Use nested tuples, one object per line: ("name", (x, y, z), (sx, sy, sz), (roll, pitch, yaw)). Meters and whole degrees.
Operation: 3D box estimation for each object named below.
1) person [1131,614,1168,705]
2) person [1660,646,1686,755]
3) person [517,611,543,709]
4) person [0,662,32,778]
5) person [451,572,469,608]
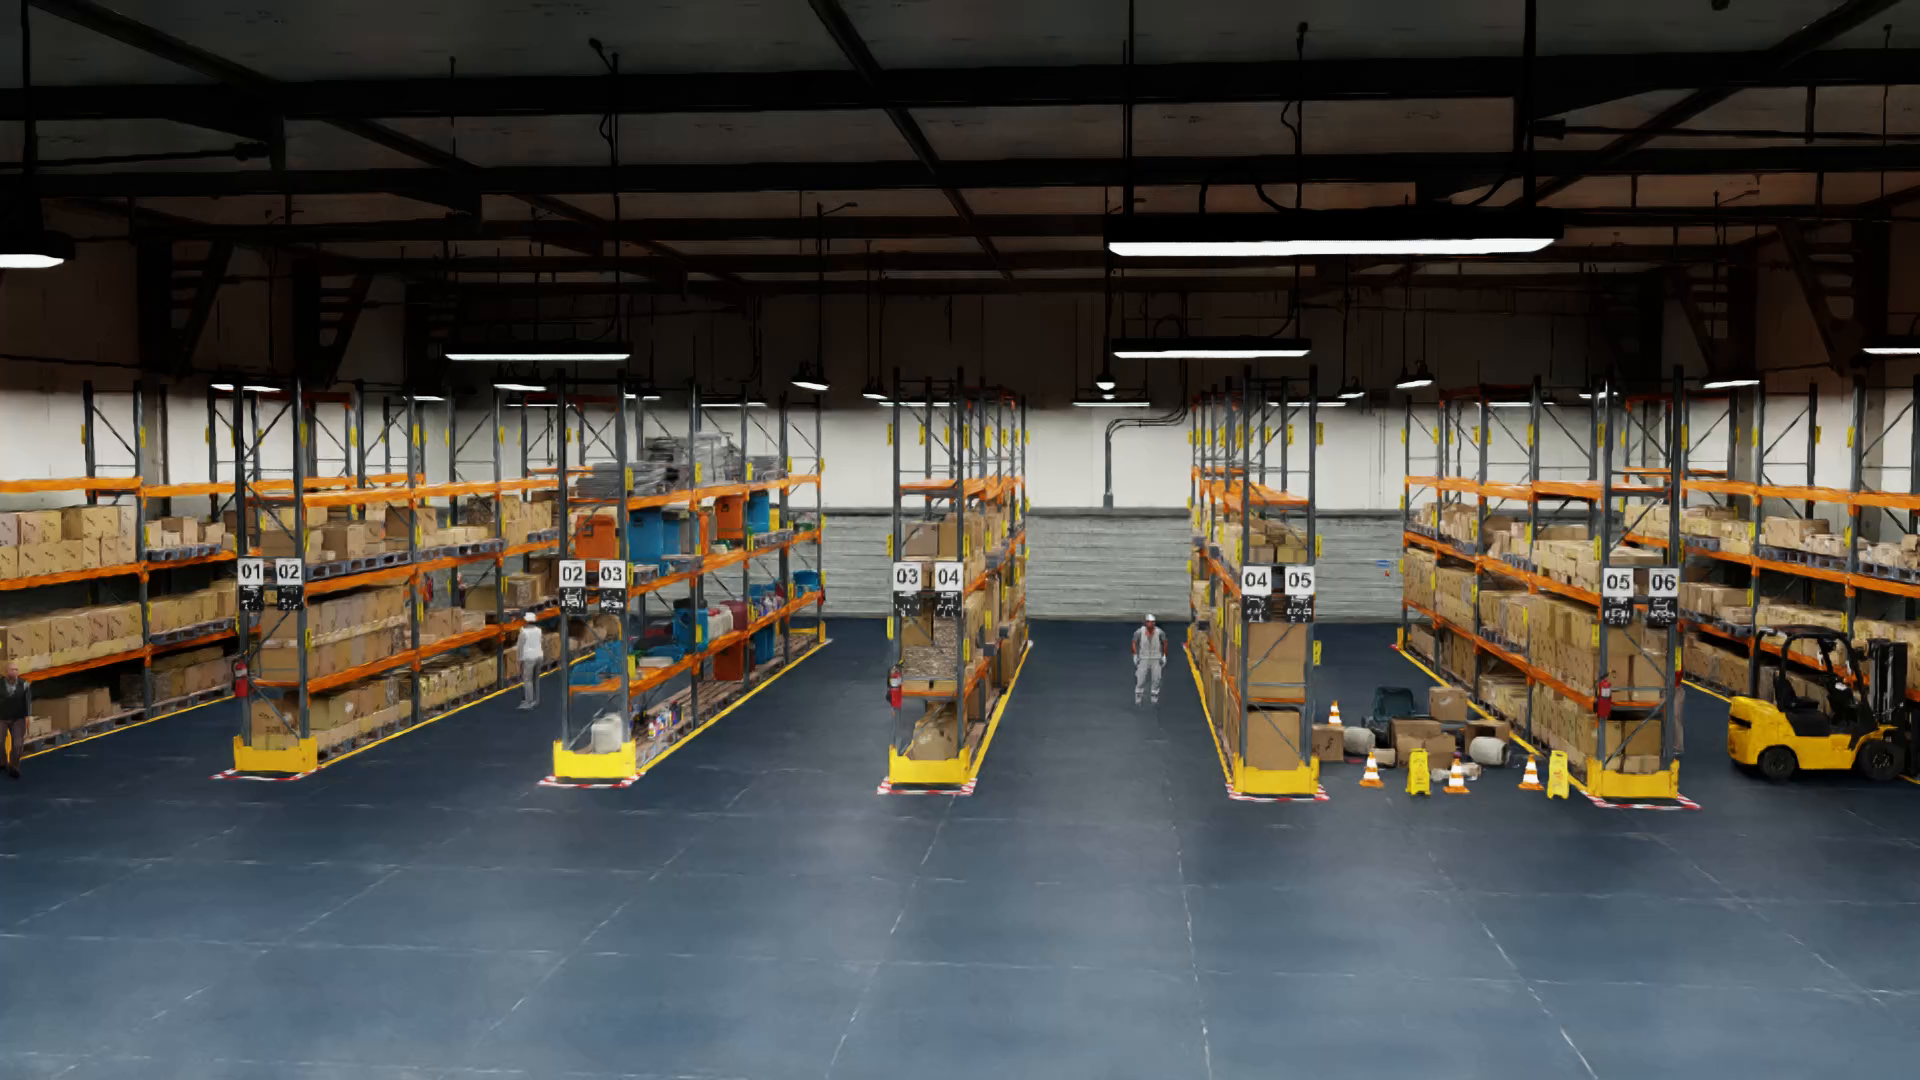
("person", (3.508, 2.222, 30.895), (0.661, 1.741, 0.547), (0, 4, 6))
("person", (11.217, 2.532, 26.316), (0.584, 1.640, 0.654), (3, 5, 38))
("person", (-7.958, 2.201, 30.639), (0.494, 1.775, 0.578), (3, 4, 36))
("person", (-13.989, 2.630, 24.482), (0.575, 1.710, 0.533), (-2, 4, -31))
("person", (-12.091, 1.635, 40.272), (0.600, 1.725, 1.111), (0, 4, 4))
